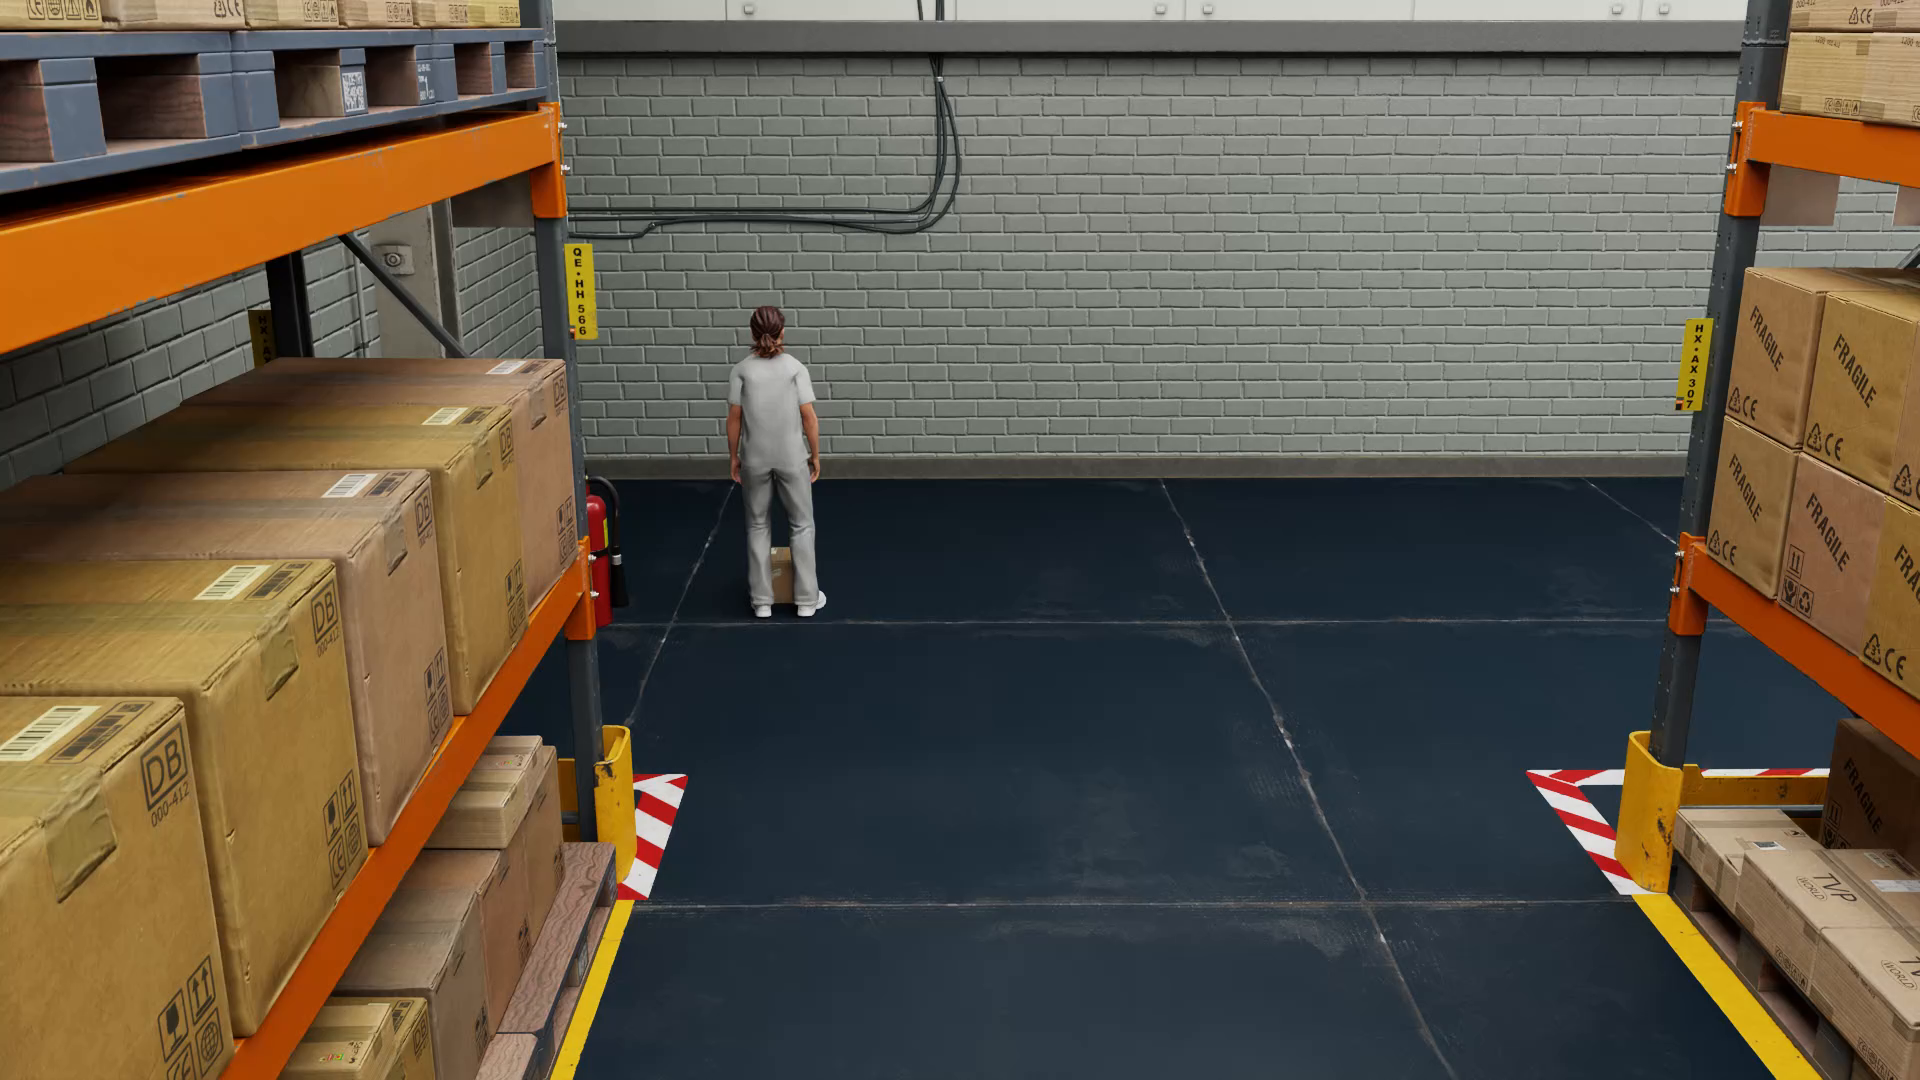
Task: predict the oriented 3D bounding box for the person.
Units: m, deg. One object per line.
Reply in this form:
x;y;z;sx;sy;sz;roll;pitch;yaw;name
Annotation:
-0.988;-0.410;8.873;0.494;1.673;0.352;0;17;-1;person
